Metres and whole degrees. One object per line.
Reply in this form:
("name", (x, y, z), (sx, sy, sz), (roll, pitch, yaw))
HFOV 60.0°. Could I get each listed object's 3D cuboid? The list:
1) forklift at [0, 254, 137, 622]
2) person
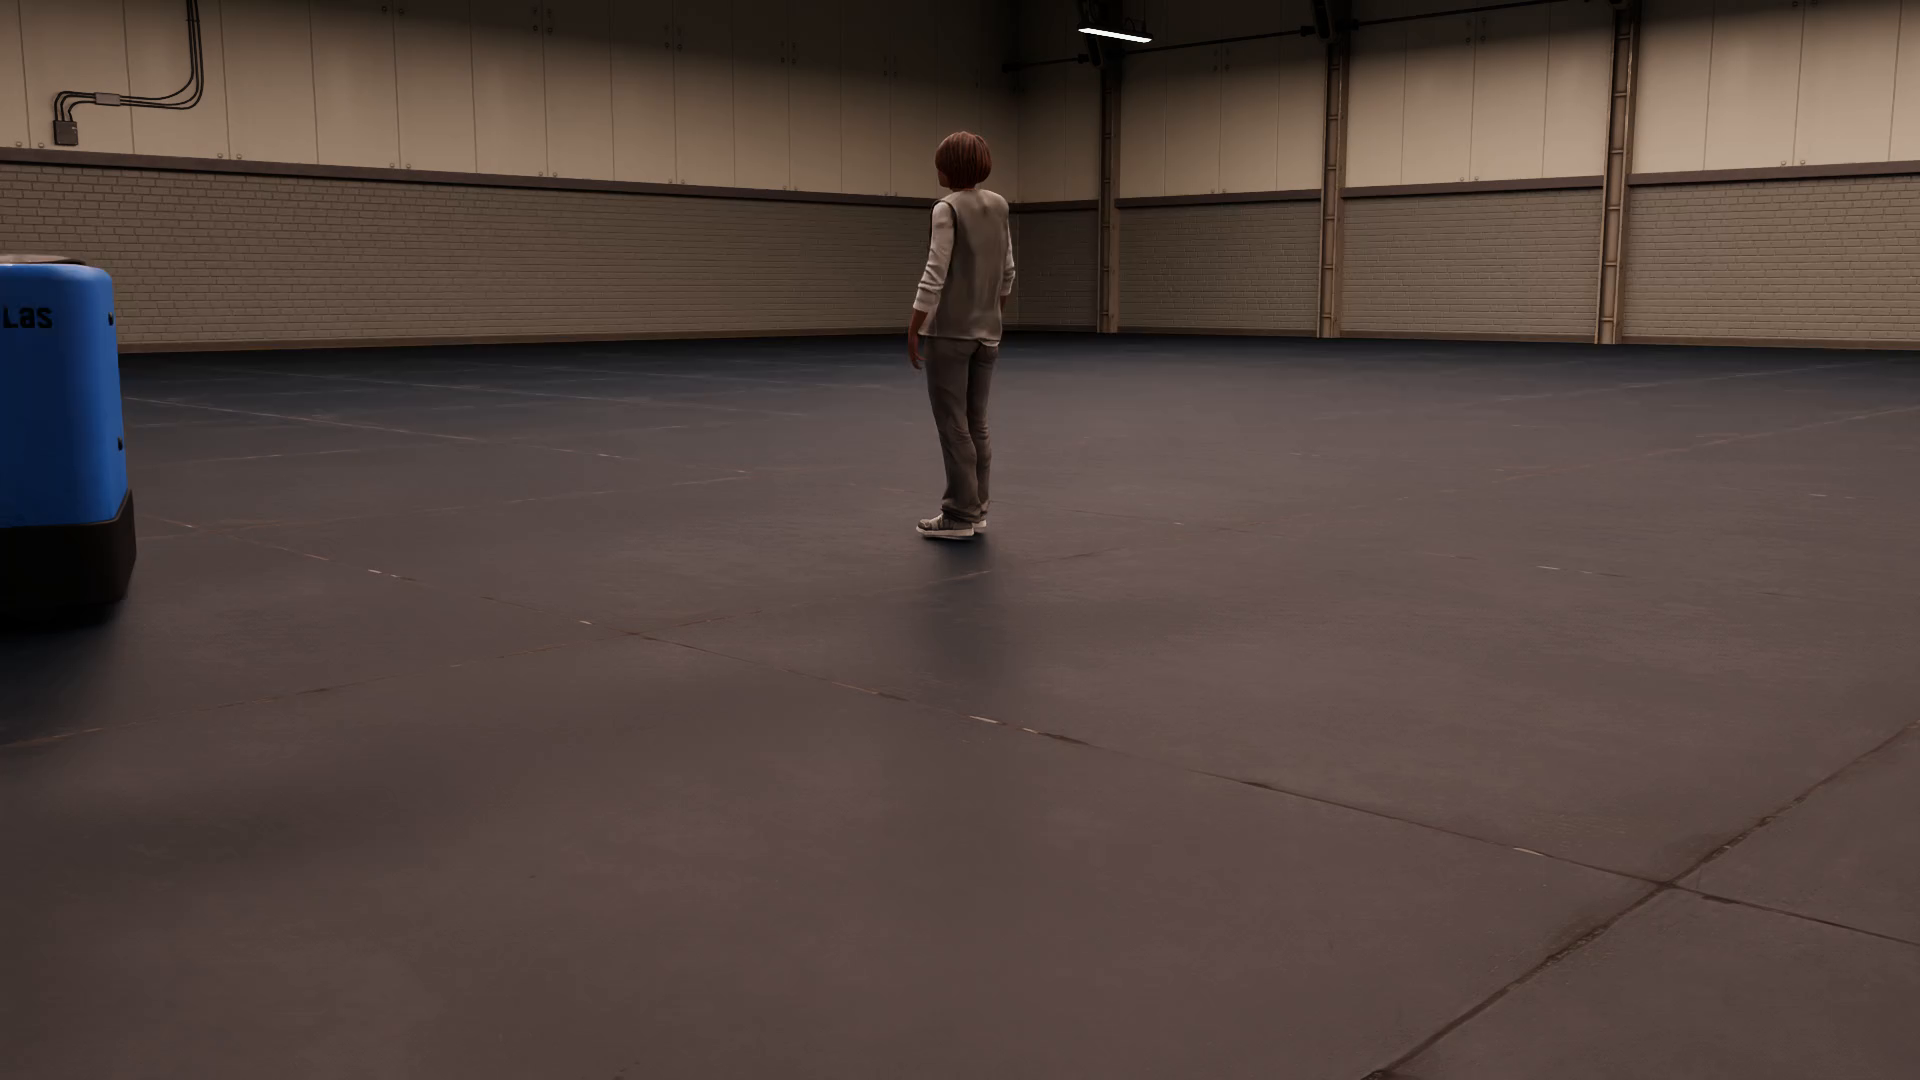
("forklift", (-4.115, -1.173, 4.661), (3.031, 2.935, 1.130), (-4, 9, -24))
("person", (-0.044, -0.761, 6.665), (0.473, 1.507, 0.521), (8, 12, 43))
